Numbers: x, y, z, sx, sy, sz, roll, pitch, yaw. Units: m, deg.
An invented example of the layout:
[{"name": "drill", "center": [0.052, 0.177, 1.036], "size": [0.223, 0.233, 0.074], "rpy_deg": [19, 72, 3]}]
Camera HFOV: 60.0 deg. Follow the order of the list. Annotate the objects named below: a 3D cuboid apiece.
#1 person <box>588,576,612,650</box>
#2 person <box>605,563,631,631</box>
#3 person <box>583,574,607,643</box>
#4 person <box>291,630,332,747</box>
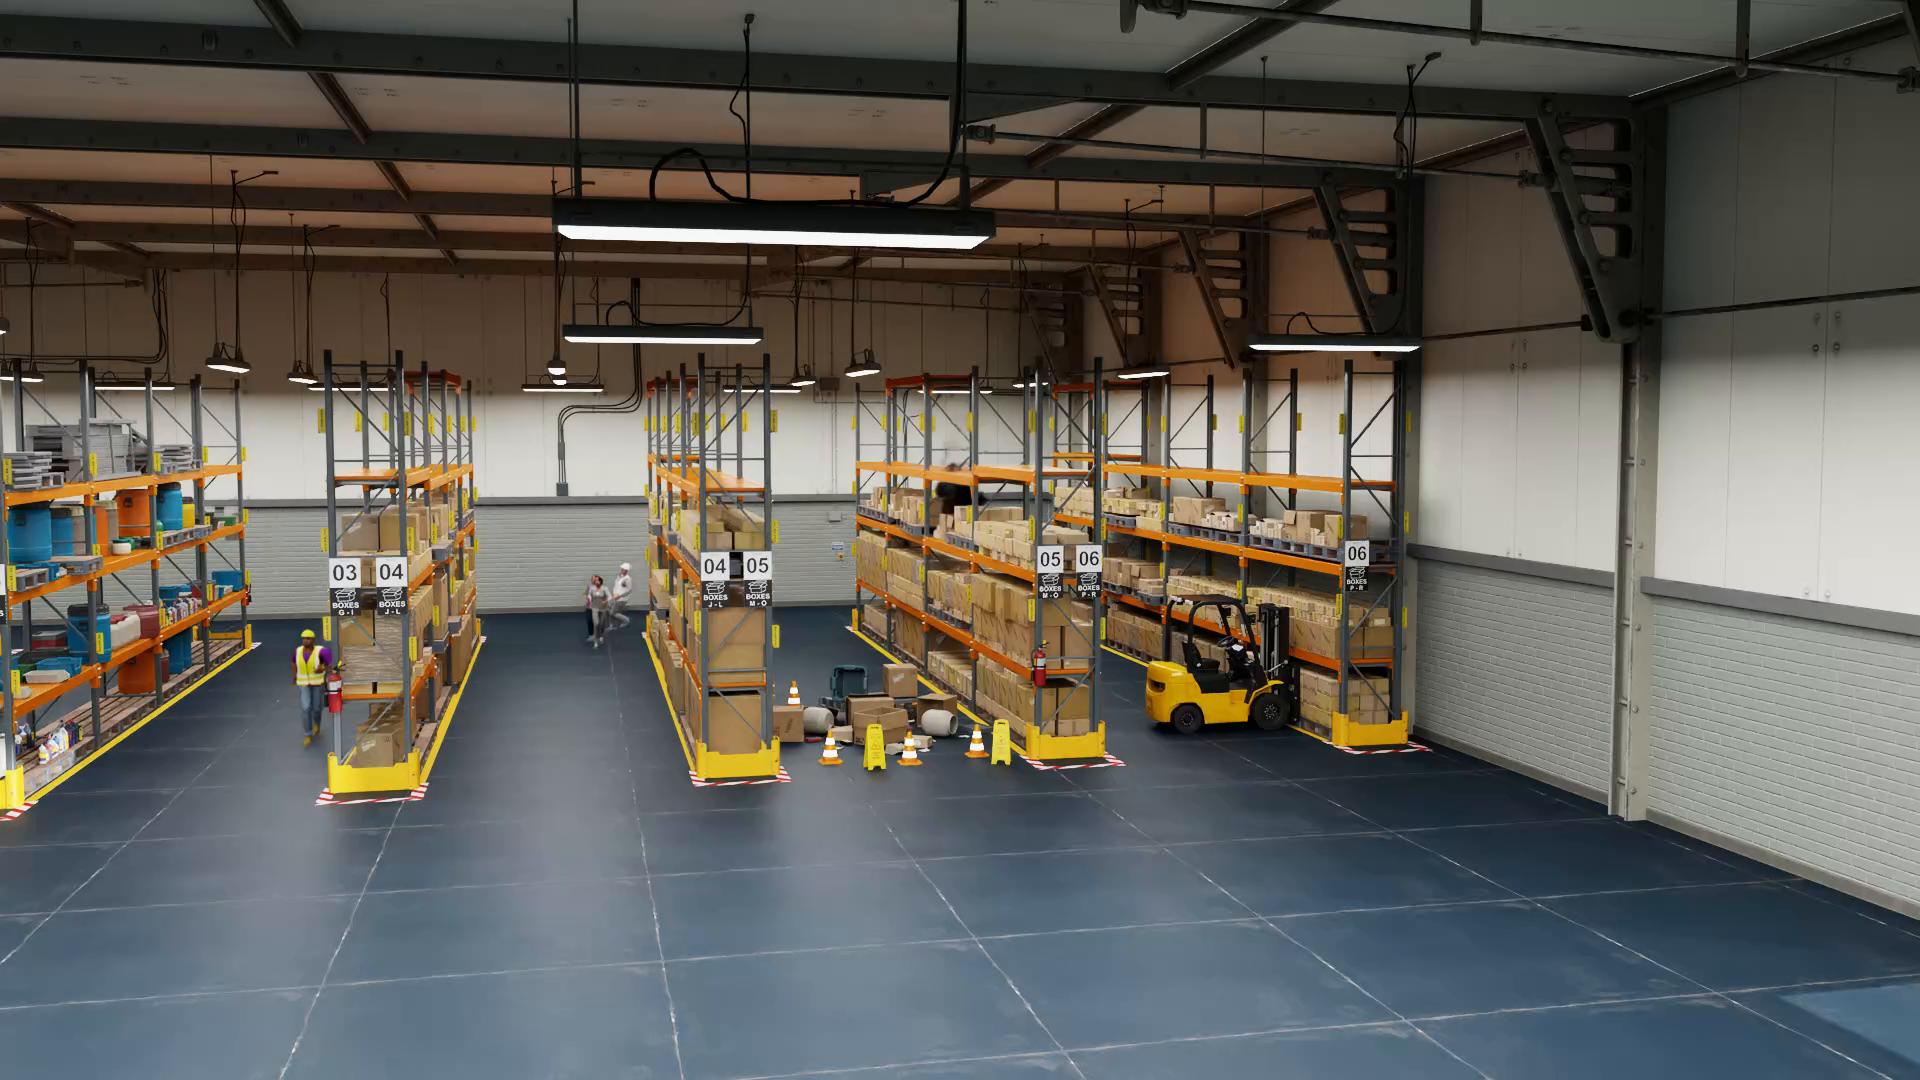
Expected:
[{"name": "person", "center": [-8.071, 1.612, 37.322], "size": [0.543, 1.636, 0.719], "rpy_deg": [-1, 4, -7]}, {"name": "person", "center": [-8.235, 1.387, 40.106], "size": [0.569, 1.681, 0.748], "rpy_deg": [-2, 4, -24]}, {"name": "person", "center": [-8.381, 1.566, 38.121], "size": [0.541, 1.578, 0.632], "rpy_deg": [0, 4, 4]}, {"name": "person", "center": [-10.208, 2.294, 26.222], "size": [0.682, 1.780, 0.915], "rpy_deg": [-1, 4, -12]}]
